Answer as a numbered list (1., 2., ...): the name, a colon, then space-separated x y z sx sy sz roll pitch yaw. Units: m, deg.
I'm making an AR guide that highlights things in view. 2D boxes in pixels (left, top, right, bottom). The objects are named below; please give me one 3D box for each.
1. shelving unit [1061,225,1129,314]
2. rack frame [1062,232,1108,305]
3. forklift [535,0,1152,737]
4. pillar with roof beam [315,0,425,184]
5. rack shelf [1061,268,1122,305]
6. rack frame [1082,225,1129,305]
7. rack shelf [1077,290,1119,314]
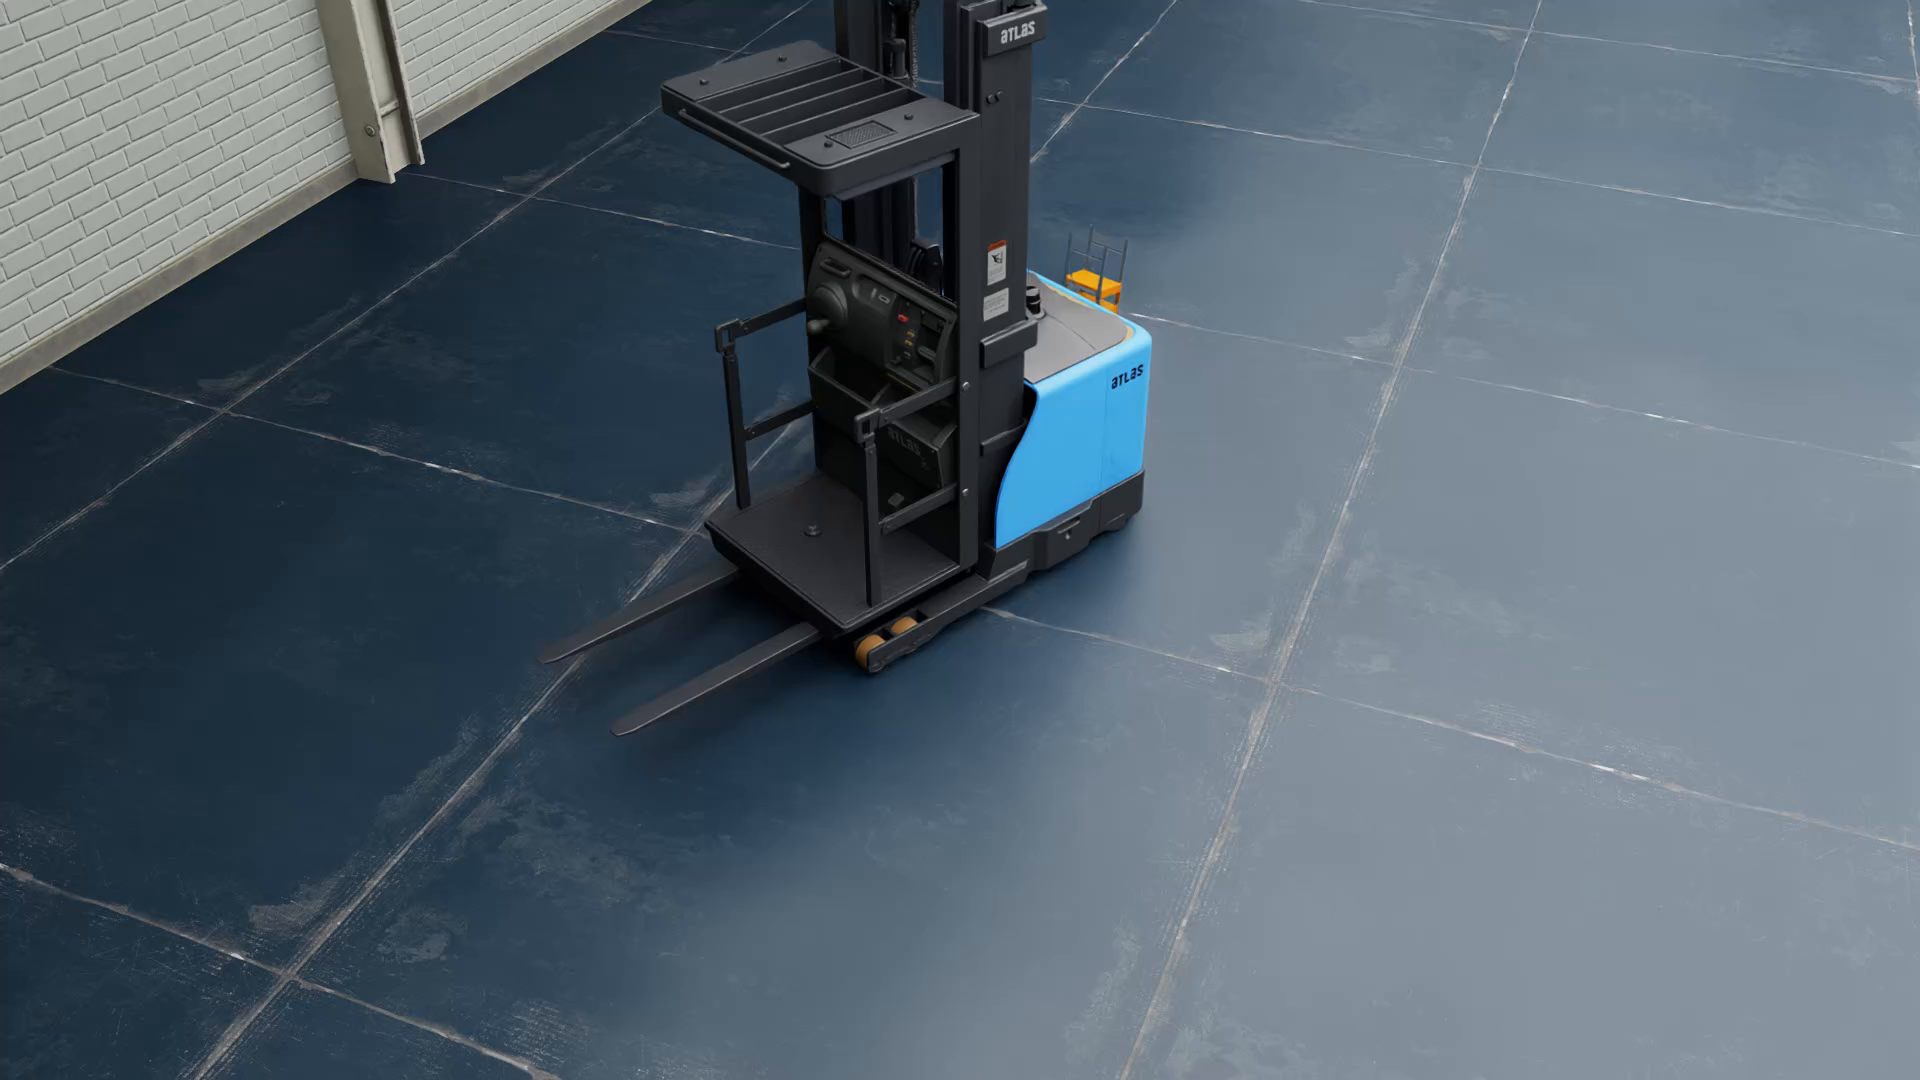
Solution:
1. shelving unit: 0.640 -1.021 8.702 0.258 1.200 0.189 27 35 31
2. rack frame: 0.582 -0.992 8.638 0.240 1.200 0.006 27 35 31
3. forklift: -0.509 -0.931 7.148 3.031 2.935 1.130 -28 45 -32
4. pillar with roof beam: -0.093 -5.276 7.894 9.100 9.000 0.400 14 39 18
5. rack shelf: 0.674 -1.294 8.547 0.258 0.103 0.180 27 35 31
6. rack frame: 0.699 -1.050 8.766 0.240 1.200 0.006 27 35 31
7. rack shelf: 0.661 -1.190 8.606 0.258 0.103 0.180 27 35 31
